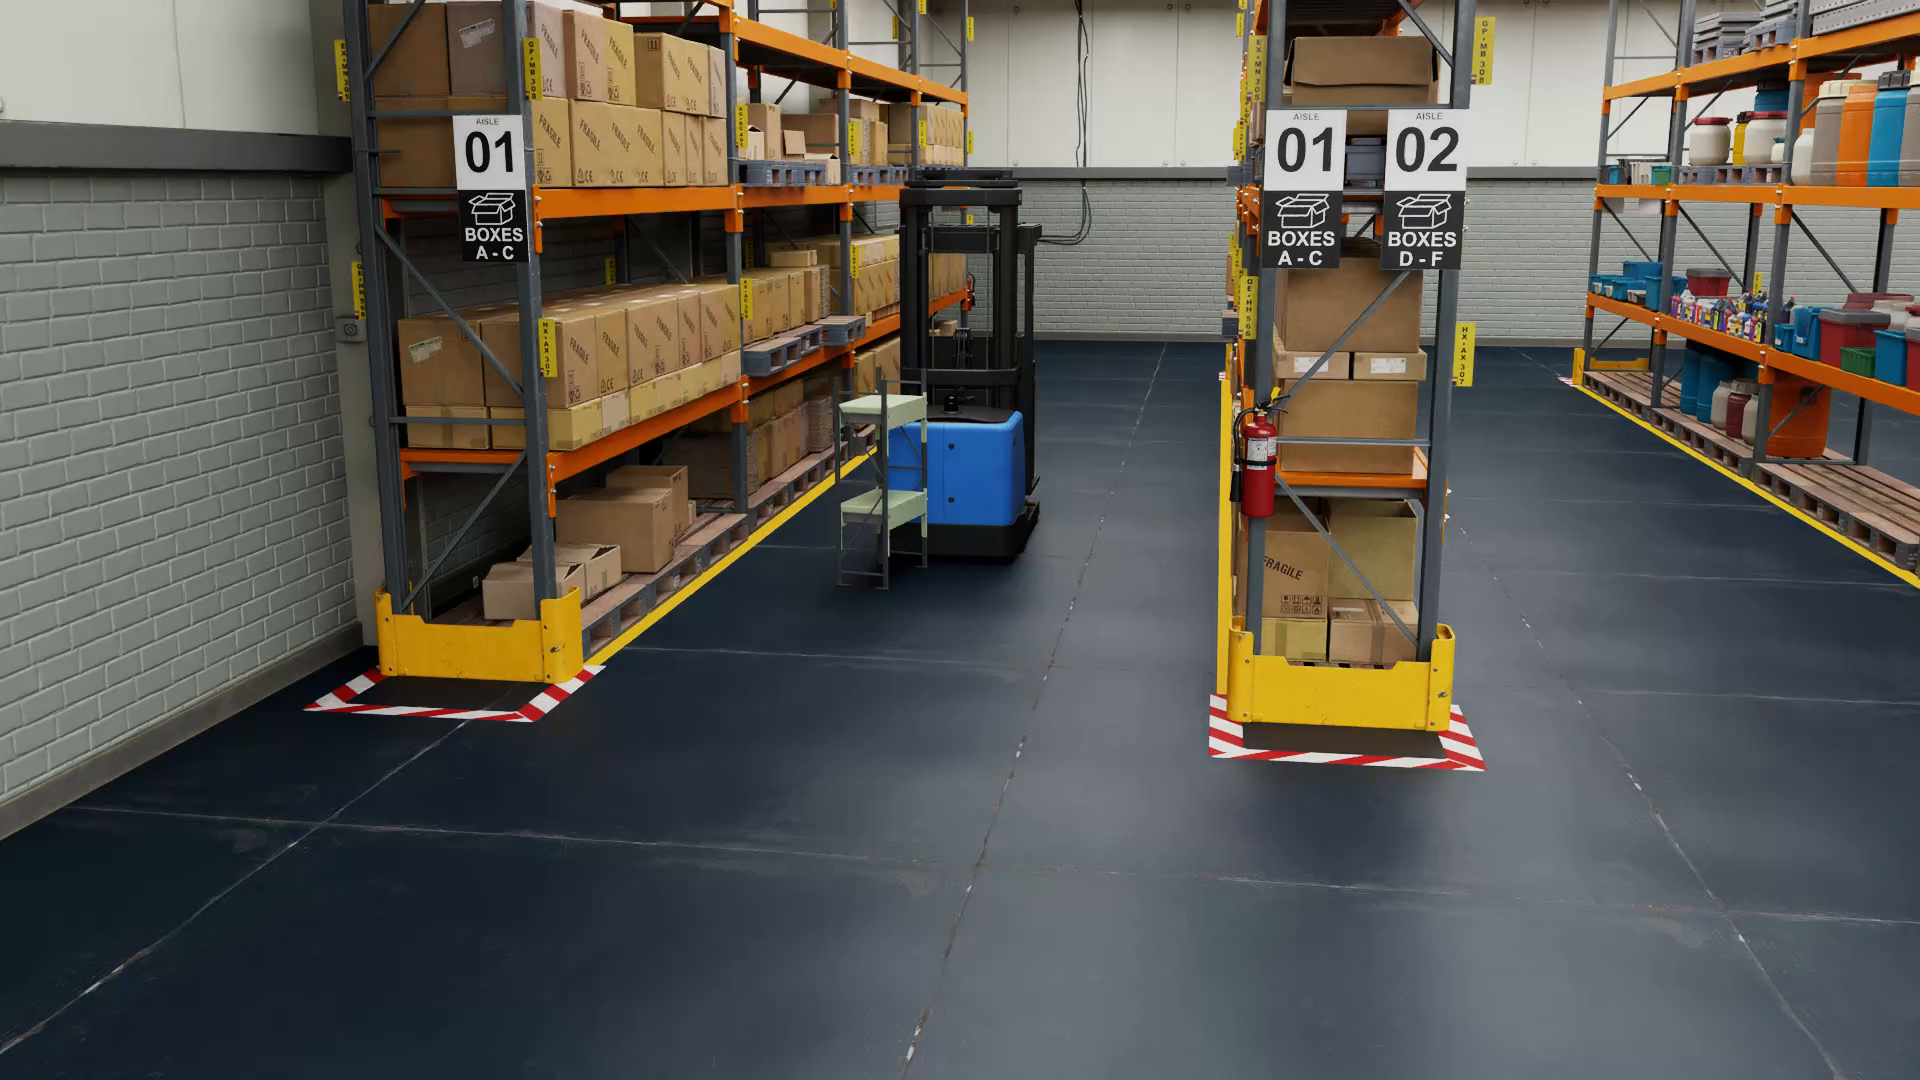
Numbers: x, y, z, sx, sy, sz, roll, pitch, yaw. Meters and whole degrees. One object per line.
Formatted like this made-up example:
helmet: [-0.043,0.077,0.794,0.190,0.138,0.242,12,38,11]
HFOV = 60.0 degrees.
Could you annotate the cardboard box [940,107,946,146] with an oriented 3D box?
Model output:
cardboard box: [-0.474,-5.533,22.268,0.500,0.500,0.500,2,12,9]

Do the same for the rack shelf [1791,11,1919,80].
rack shelf: [7.862,-3.985,13.281,1.077,0.370,4.000,2,12,9]

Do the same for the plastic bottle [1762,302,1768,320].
plastic bottle: [8.727,-2.436,17.981,0.097,0.271,0.097,0,12,0]

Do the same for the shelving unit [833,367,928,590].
shelving unit: [-0.567,-0.467,12.099,0.431,1.500,0.755,5,13,21]

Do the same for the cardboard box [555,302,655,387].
cardboard box: [-2.308,-1.274,10.813,0.500,0.500,0.500,1,12,7]

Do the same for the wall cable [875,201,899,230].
wall cable: [-1.127,-4.796,26.216,0.084,1.984,1.851,2,12,9]

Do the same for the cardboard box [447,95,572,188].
cardboard box: [-2.551,-2.258,9.446,0.500,0.500,0.500,2,12,10]

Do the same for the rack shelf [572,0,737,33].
rack shelf: [-2.542,-3.667,10.865,1.077,0.370,4.000,2,12,9]

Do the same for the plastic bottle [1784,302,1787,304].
plastic bottle: [8.854,-2.438,17.980,0.152,0.276,0.135,2,12,9]

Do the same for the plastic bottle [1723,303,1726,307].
plastic bottle: [8.095,-2.359,17.596,0.061,0.283,0.133,2,12,9]

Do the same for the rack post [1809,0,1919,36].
rack post: [7.772,-4.626,13.125,1.013,1.000,3.121,2,12,9]

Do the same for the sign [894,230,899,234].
sign: [-0.937,-4.483,24.933,0.100,0.325,0.005,2,12,9]

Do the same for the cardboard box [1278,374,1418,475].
cardboard box: [2.130,-0.657,9.186,0.700,0.500,0.500,2,12,9]

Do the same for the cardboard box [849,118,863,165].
cardboard box: [-1.474,-4.397,18.373,0.700,0.500,0.500,3,12,12]

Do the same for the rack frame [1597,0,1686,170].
rack frame: [9.400,-6.614,22.822,1.000,3.000,0.127,2,12,9]

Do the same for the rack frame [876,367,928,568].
rack frame: [-0.435,-0.539,12.432,0.400,1.500,0.023,5,13,21]

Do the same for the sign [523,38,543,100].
sign: [-2.314,-2.547,8.999,0.100,0.325,0.005,2,12,9]

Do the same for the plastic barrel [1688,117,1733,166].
plastic barrel: [8.456,-4.485,18.745,0.433,0.535,0.433,0,12,0]

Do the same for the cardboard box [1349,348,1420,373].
cardboard box: [2.357,-1.007,9.271,0.380,0.149,0.250,2,12,7]

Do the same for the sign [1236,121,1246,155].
sign: [2.740,-3.914,16.188,0.100,0.325,0.005,2,12,9]

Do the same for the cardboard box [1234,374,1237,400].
cardboard box: [3.342,-1.590,18.638,0.500,0.500,0.500,1,12,7]

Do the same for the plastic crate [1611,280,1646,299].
plastic crate: [8.834,-3.314,22.005,0.416,0.233,0.300,2,12,9]

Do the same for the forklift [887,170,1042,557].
forklift: [0.088,-1.564,13.794,1.130,2.935,3.031,2,12,8]

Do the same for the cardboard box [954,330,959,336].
cardboard box: [-0.398,-2.836,24.472,0.700,0.500,0.500,2,12,9]

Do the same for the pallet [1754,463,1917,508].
pallet: [8.012,-0.493,15.278,1.003,0.211,1.213,2,12,9]

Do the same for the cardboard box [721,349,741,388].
cardboard box: [-2.008,-1.332,12.863,0.500,0.250,0.500,2,12,9]

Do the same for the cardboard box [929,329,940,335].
cardboard box: [-0.475,-2.796,22.745,0.380,0.149,0.250,2,12,7]

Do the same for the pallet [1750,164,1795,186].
pallet: [8.384,-3.546,16.155,1.003,0.211,1.213,2,12,9]

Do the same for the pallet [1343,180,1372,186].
pallet: [2.783,-2.901,13.169,0.805,0.209,1.217,1,12,6]

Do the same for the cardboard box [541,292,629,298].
cardboard box: [-2.679,-1.505,11.885,0.500,0.500,0.500,2,12,10]

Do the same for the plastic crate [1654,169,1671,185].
plastic crate: [8.551,-4.309,19.751,0.450,0.188,0.662,2,12,9]

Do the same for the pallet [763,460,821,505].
pallet: [-1.931,-0.558,15.580,1.003,0.211,1.213,2,12,9]

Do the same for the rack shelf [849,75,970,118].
rack shelf: [-0.697,-5.971,22.498,1.077,0.370,4.000,2,12,9]

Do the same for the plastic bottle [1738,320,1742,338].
plastic bottle: [7.927,-2.149,16.816,0.097,0.201,0.097,0,12,0]

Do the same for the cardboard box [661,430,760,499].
cardboard box: [-2.138,-0.651,14.283,0.700,0.500,0.500,2,12,11]

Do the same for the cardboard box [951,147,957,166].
cardboard box: [-0.318,-5.380,23.338,0.500,0.250,0.500,1,12,7]

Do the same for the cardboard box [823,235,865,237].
cardboard box: [-1.406,-3.544,20.045,0.500,0.250,0.500,2,12,9]

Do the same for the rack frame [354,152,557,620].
rack frame: [-2.850,-0.671,9.489,1.000,3.000,0.127,2,12,9]

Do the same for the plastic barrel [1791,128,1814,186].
plastic barrel: [7.819,-3.482,15.145,0.421,0.512,0.421,0,12,0]

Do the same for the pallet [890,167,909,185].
pallet: [-1.097,-4.350,19.891,0.805,0.209,1.217,1,12,6]

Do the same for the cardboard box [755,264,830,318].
cardboard box: [-1.682,-2.503,16.704,0.700,0.500,0.500,0,12,2]

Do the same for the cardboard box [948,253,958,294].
cardboard box: [-0.559,-3.890,23.713,0.980,0.700,0.700,2,12,8]

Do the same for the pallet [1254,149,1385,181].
pallet: [2.555,-2.589,11.477,1.003,0.211,1.213,2,12,9]

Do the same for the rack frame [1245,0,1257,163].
rack frame: [3.276,-5.110,15.843,1.000,3.000,0.127,2,12,9]

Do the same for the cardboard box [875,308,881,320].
cardboard box: [-1.115,-2.604,19.007,0.380,0.149,0.250,2,12,9]

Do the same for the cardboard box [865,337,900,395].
cardboard box: [-1.110,-1.999,19.756,0.750,0.750,0.750,2,12,10]

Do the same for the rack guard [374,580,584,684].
rack guard: [-2.838,0.535,9.826,1.175,0.500,0.348,2,12,9]

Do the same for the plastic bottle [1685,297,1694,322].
plastic bottle: [8.236,-2.602,18.753,0.097,0.271,0.097,0,12,0]

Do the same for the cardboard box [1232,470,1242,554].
cardboard box: [2.051,-0.173,10.928,0.500,0.500,0.500,2,12,9]

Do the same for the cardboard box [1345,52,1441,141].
cardboard box: [2.571,-2.637,9.925,0.500,0.500,0.500,2,12,9]

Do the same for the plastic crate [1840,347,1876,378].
plastic crate: [7.543,-1.451,13.610,0.450,0.188,0.662,2,12,9]

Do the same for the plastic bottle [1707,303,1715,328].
plastic bottle: [8.099,-2.417,17.894,0.097,0.271,0.097,0,12,0]
